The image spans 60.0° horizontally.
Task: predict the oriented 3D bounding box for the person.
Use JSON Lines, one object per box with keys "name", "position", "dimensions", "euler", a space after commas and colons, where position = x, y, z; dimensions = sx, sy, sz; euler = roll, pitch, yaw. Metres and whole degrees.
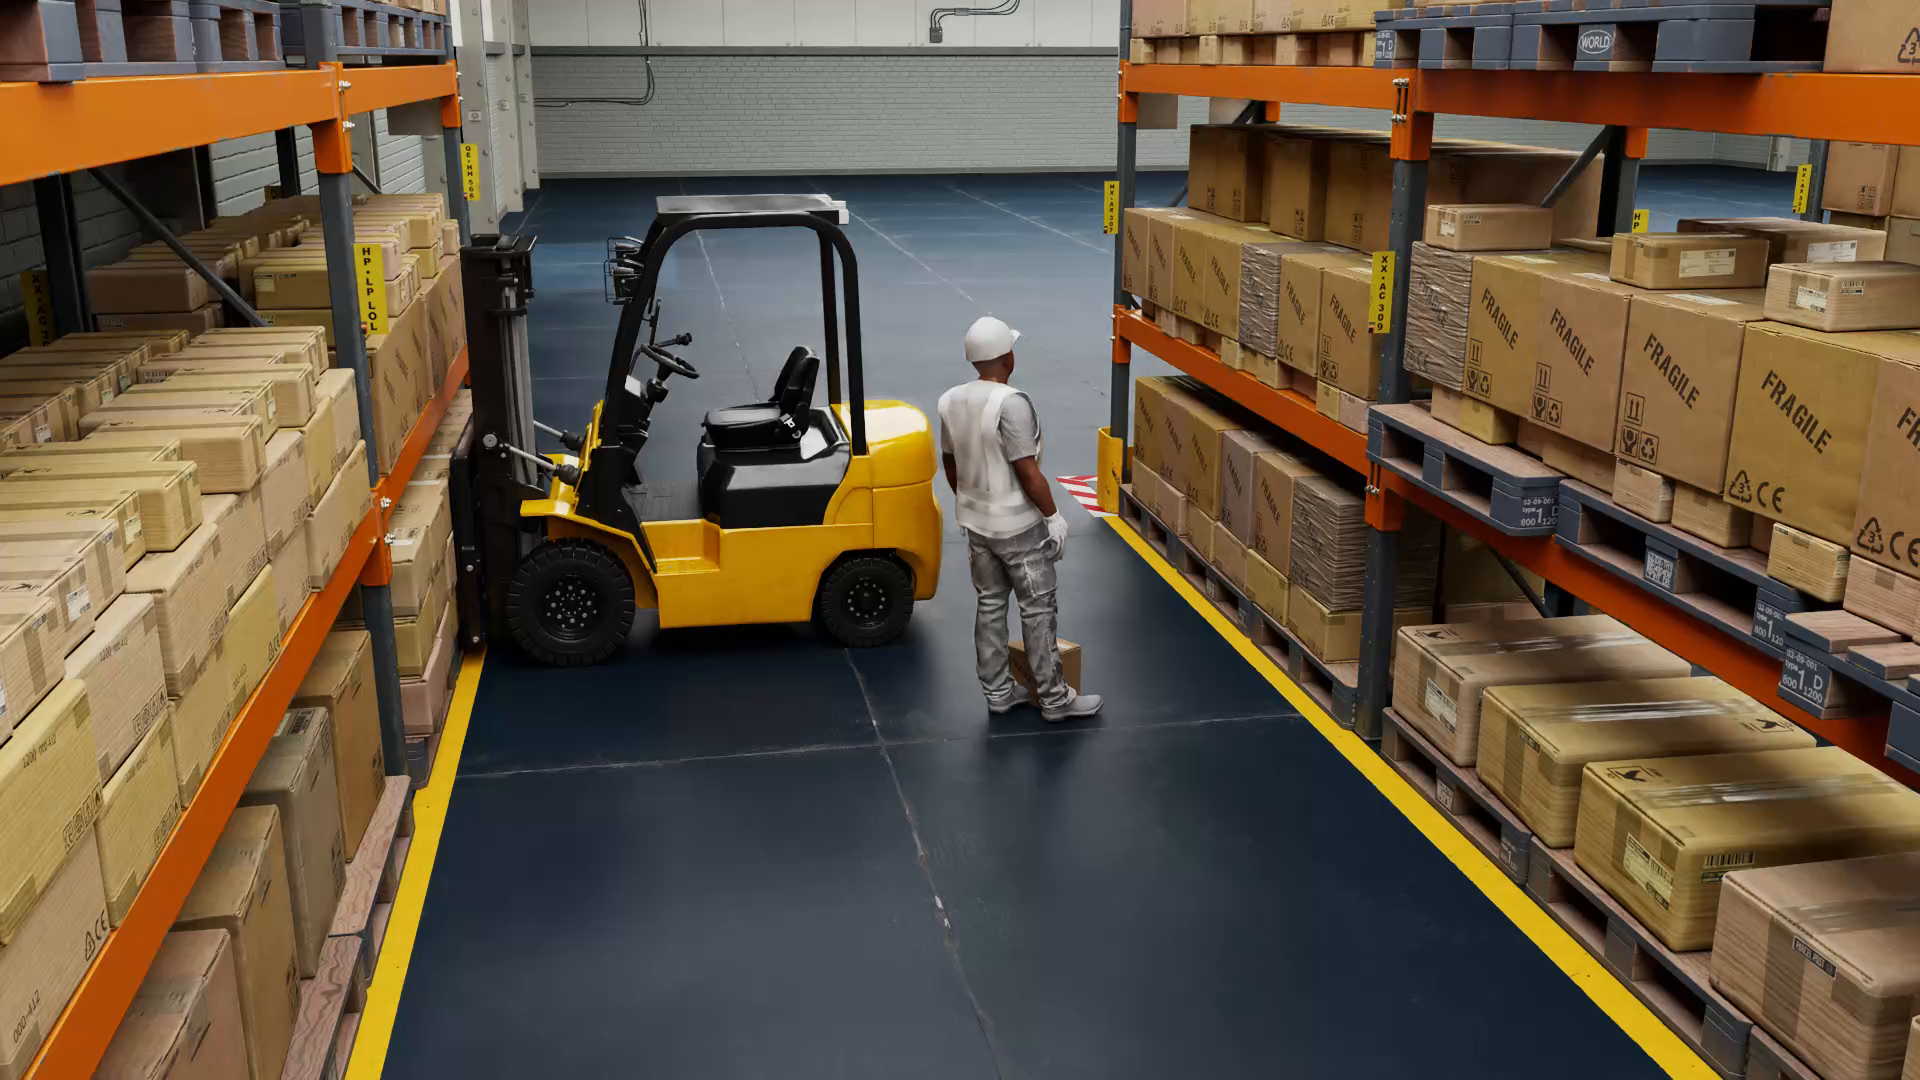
{"name": "person", "position": [0.250, -0.099, 7.309], "dimensions": [0.577, 1.781, 0.656], "euler": [-13, 21, -38]}
